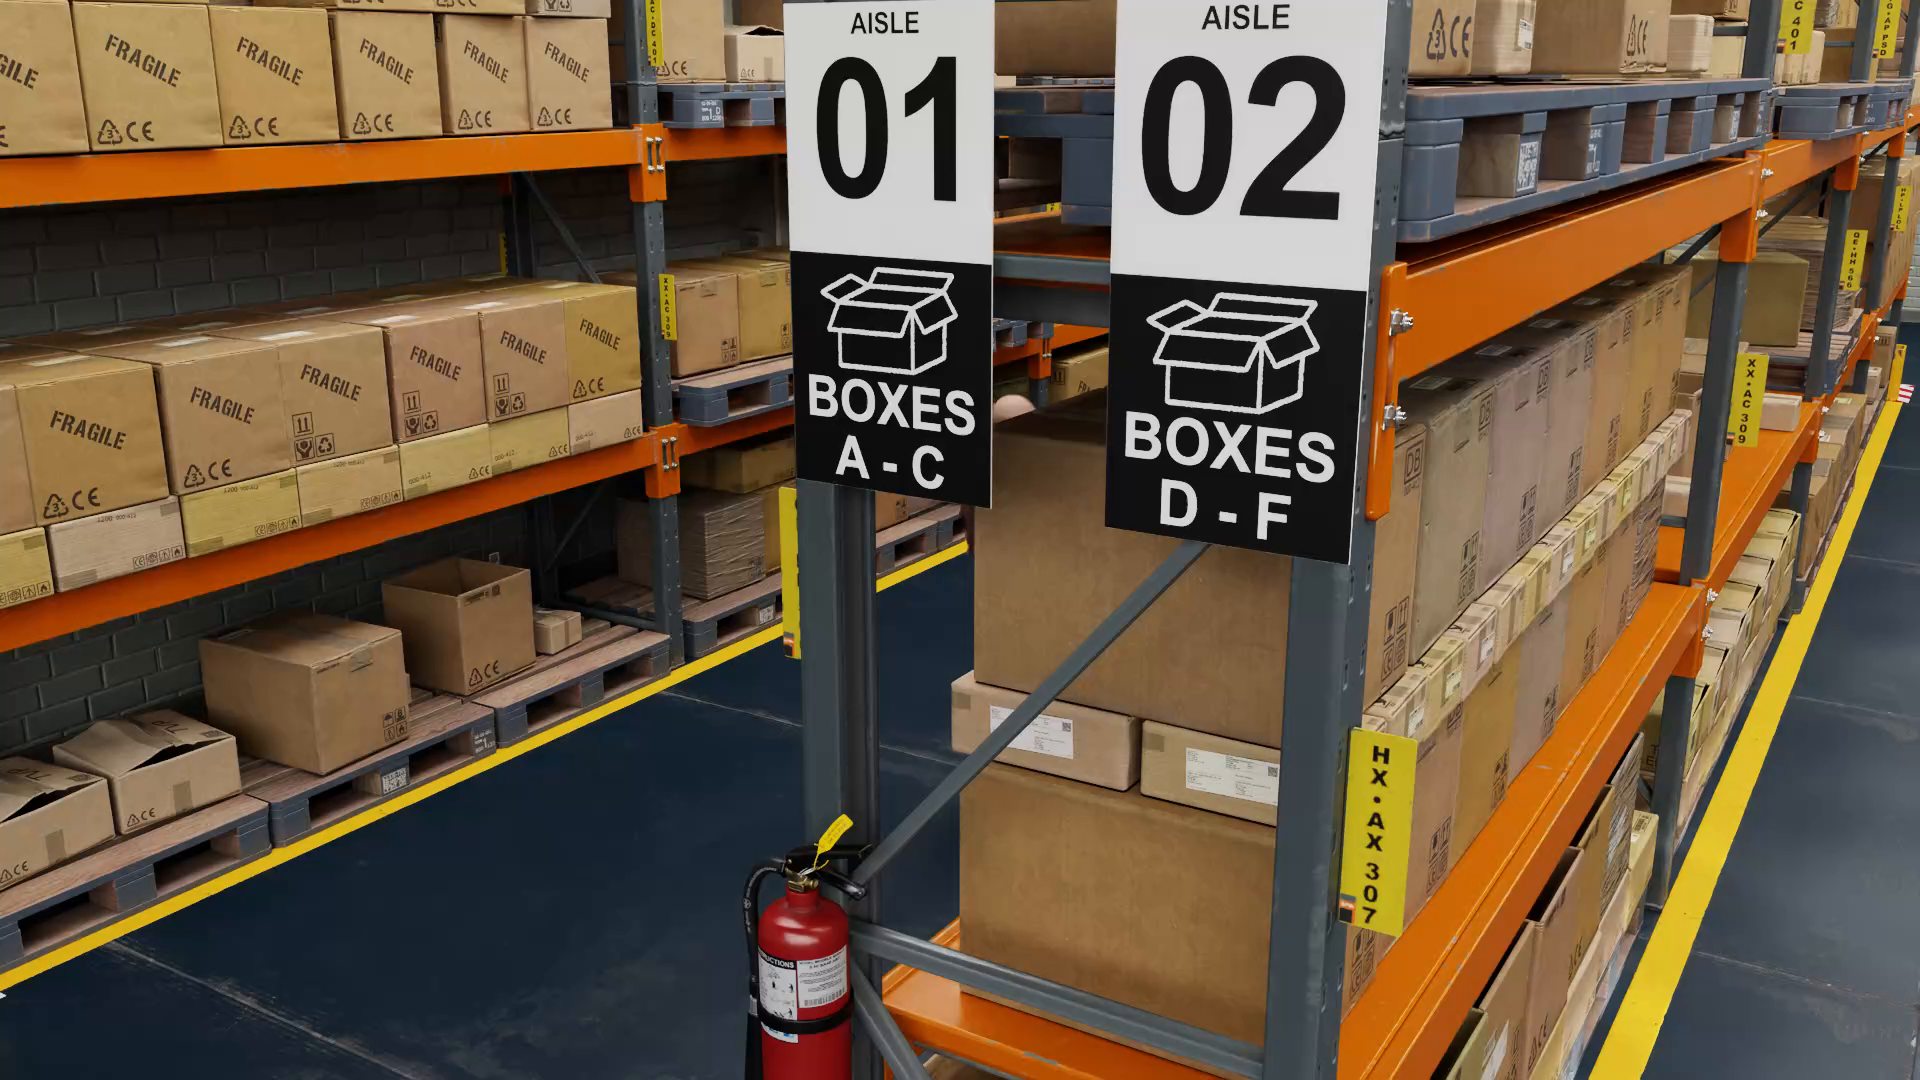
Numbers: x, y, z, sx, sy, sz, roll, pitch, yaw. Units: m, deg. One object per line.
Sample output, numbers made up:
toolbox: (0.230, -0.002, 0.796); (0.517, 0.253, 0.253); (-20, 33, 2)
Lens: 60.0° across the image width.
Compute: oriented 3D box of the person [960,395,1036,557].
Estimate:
person: (0.325, 0.289, 7.022); (0.570, 1.778, 0.558); (-12, 20, -36)
